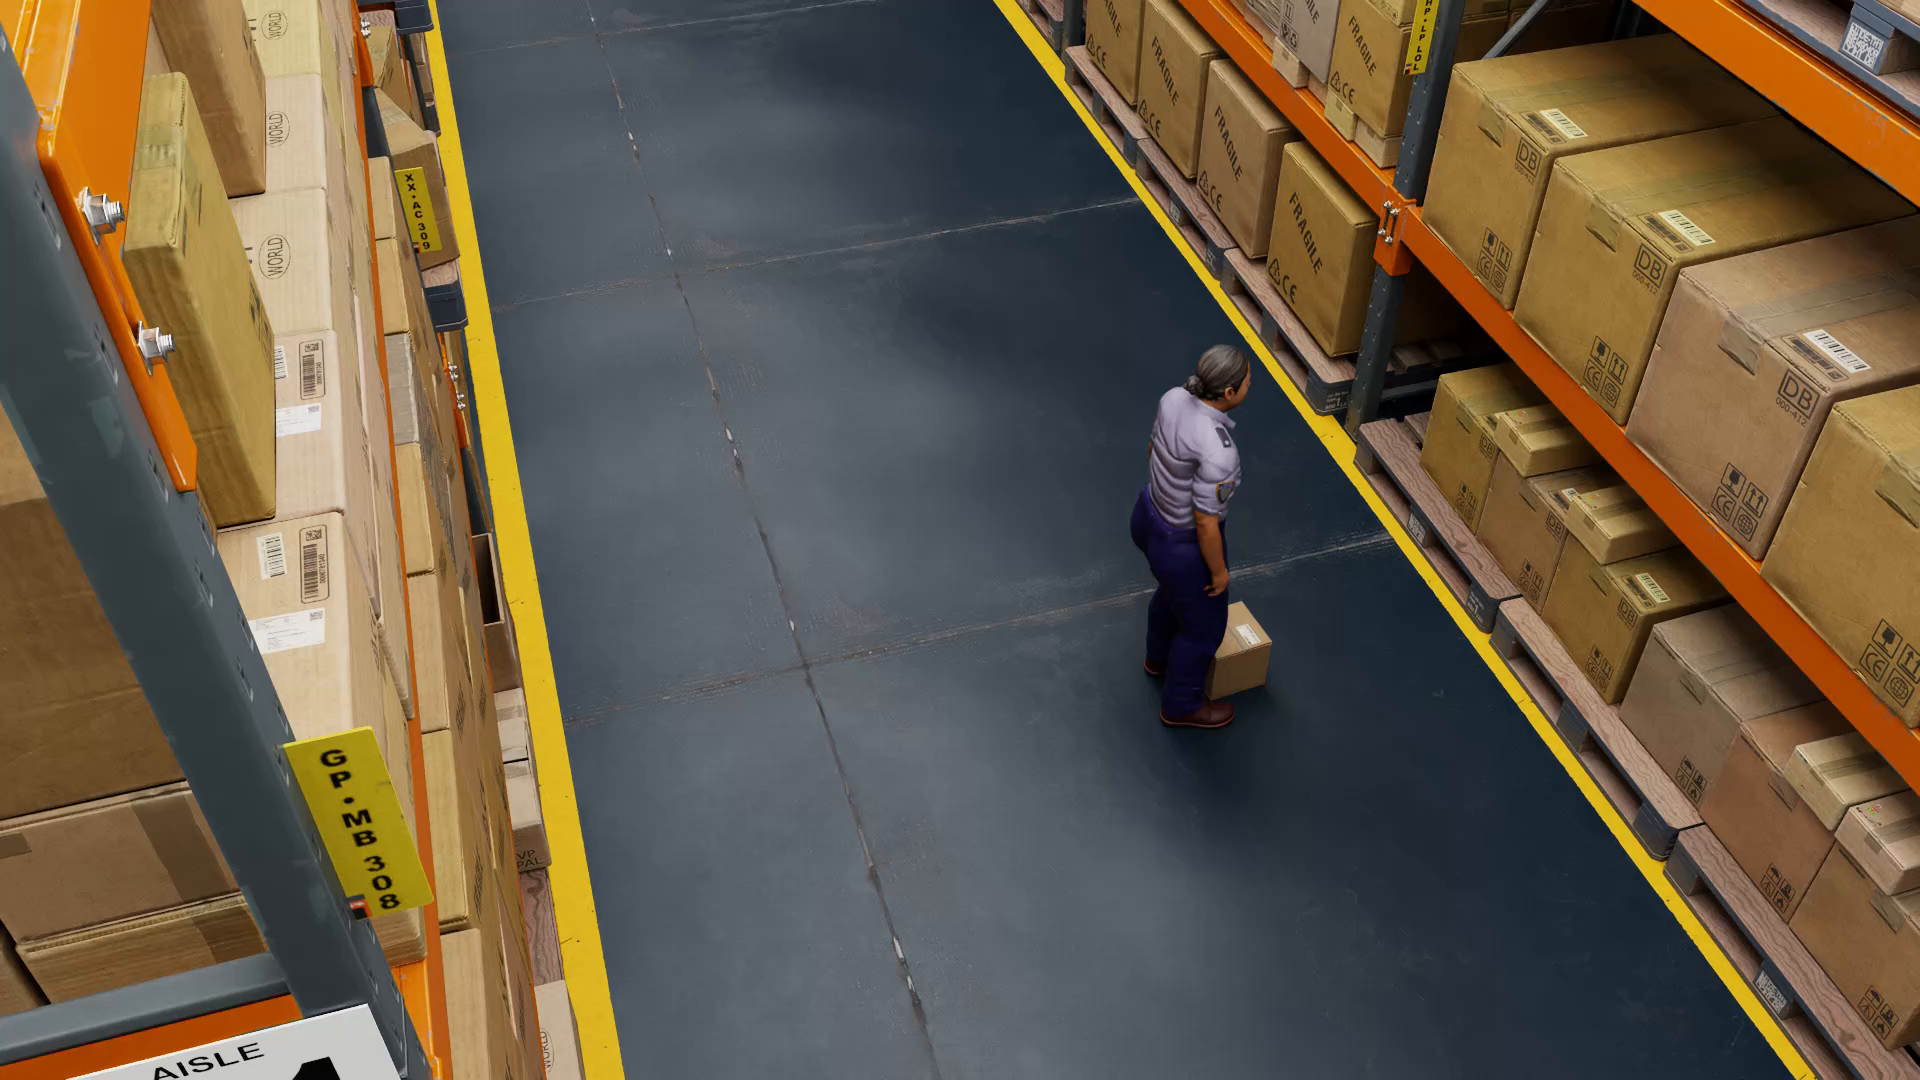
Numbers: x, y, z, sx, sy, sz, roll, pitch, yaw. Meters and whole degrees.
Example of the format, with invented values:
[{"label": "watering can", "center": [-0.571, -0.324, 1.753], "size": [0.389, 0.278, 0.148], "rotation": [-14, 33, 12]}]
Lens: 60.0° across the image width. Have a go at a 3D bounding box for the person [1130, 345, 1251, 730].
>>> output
[{"label": "person", "center": [0.871, -0.017, 6.186], "size": [0.420, 1.651, 0.537], "rotation": [-12, 44, -13]}]
